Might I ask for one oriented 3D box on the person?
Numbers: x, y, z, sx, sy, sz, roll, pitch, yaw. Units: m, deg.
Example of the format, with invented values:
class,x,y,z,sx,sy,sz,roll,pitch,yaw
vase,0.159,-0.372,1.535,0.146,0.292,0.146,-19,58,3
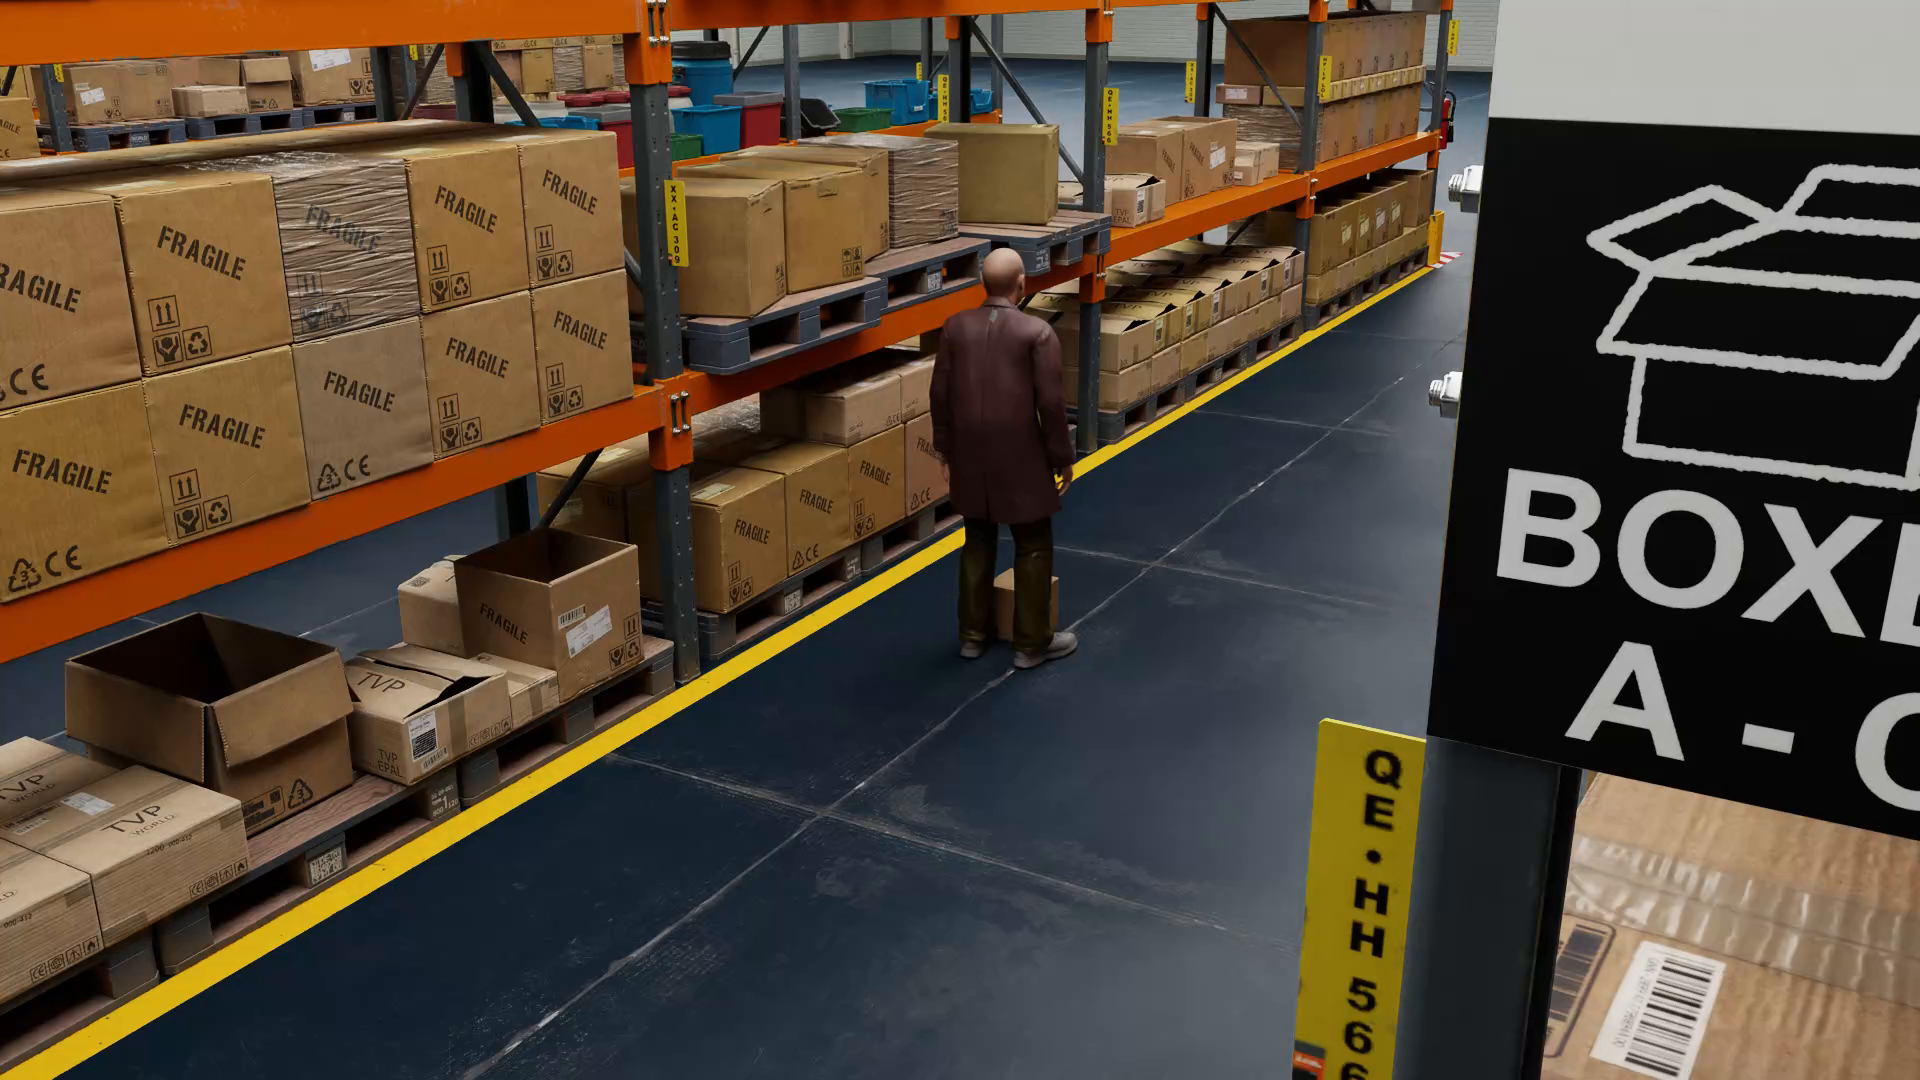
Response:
class,x,y,z,sx,sy,sz,roll,pitch,yaw
person,0.178,-0.346,7.086,0.656,1.774,0.421,10,21,26
